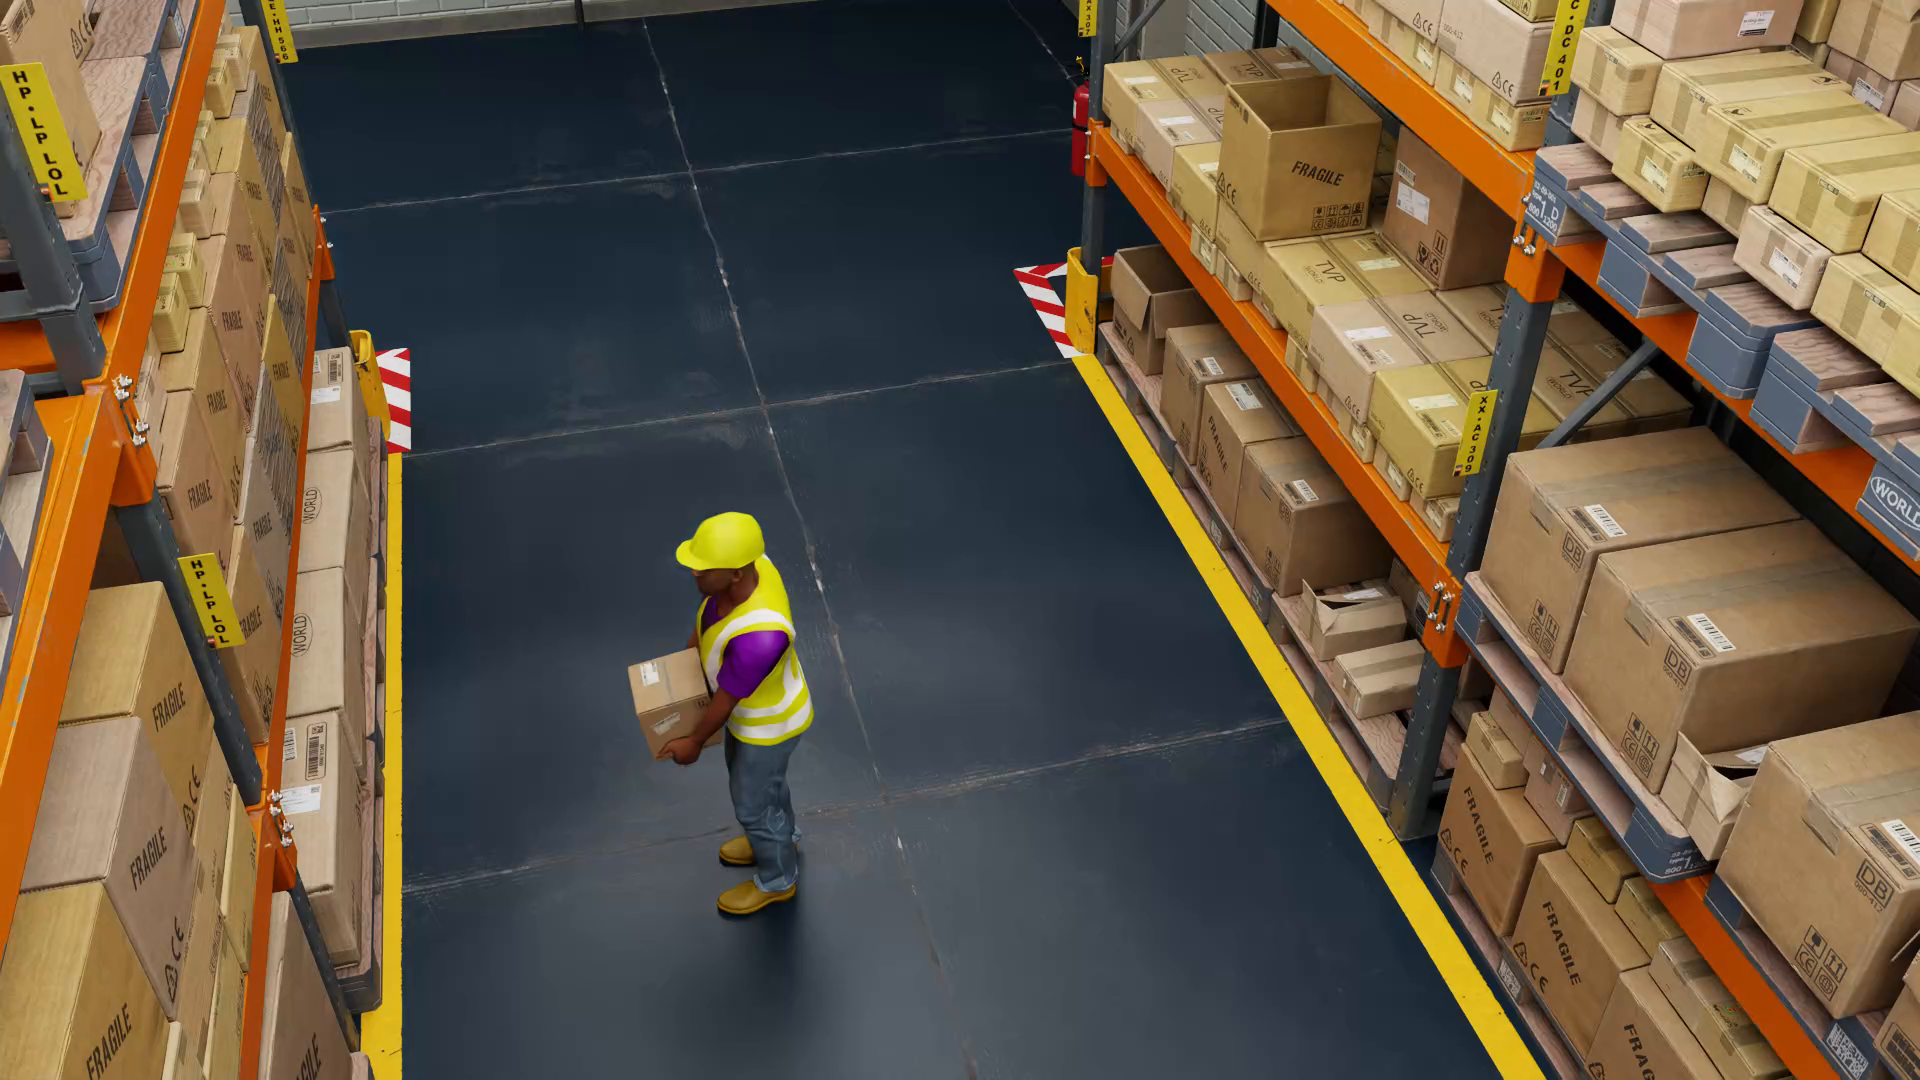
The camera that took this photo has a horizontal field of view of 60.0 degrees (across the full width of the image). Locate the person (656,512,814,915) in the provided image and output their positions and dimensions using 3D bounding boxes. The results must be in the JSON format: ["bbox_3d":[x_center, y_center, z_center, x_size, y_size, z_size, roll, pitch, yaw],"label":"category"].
[{"bbox_3d":[-0.810,0.629,5.894,0.570,1.759,0.505,-10,39,-13],"label":"person"}]
